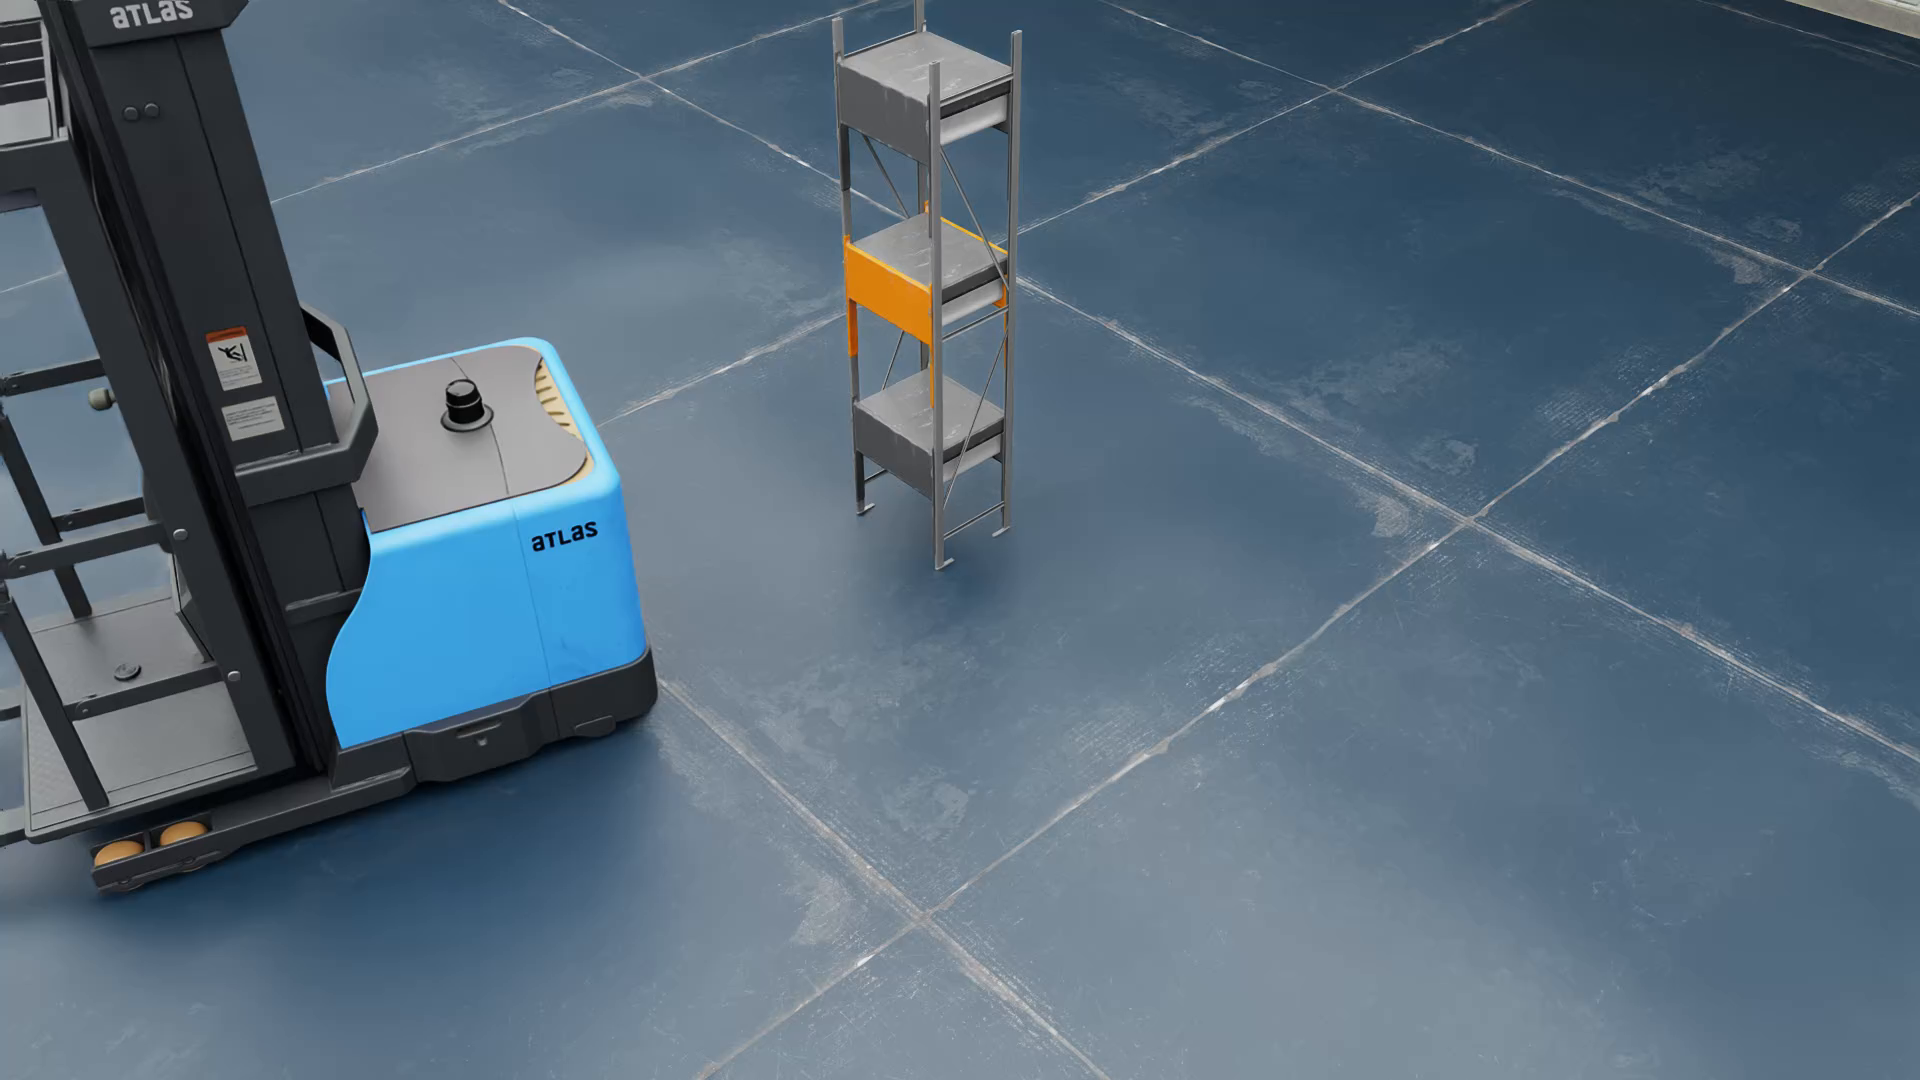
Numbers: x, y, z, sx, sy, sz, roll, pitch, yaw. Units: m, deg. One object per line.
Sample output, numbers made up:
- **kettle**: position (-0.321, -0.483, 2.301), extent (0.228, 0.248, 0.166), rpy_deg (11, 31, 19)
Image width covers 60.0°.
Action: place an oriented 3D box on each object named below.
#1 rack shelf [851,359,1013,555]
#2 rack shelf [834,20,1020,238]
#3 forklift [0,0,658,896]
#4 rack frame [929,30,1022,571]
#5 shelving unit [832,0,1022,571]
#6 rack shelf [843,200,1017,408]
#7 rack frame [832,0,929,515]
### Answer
- **rack shelf**: position (-0.112, -0.338, 6.634), extent (0.431, 0.518, 0.480), rpy_deg (-30, 48, -32)
- **rack shelf**: position (-0.112, -1.427, 5.754), extent (0.431, 0.518, 0.480), rpy_deg (-30, 48, -32)
- **forklift**: position (-2.639, -0.389, 4.899), extent (3.031, 2.935, 1.130), rpy_deg (-16, 42, -19)
- **rack frame**: position (0.053, -0.781, 6.045), extent (0.400, 2.100, 0.015), rpy_deg (-30, 48, -32)
- **shelving unit**: position (-0.112, -0.893, 6.185), extent (0.431, 2.100, 0.503), rpy_deg (-30, 48, -32)
- **rack shelf**: position (-0.112, -0.883, 6.194), extent (0.431, 0.518, 0.480), rpy_deg (-30, 48, -32)
- **rack frame**: position (-0.277, -1.006, 6.325), extent (0.400, 2.100, 0.015), rpy_deg (-30, 48, -32)
